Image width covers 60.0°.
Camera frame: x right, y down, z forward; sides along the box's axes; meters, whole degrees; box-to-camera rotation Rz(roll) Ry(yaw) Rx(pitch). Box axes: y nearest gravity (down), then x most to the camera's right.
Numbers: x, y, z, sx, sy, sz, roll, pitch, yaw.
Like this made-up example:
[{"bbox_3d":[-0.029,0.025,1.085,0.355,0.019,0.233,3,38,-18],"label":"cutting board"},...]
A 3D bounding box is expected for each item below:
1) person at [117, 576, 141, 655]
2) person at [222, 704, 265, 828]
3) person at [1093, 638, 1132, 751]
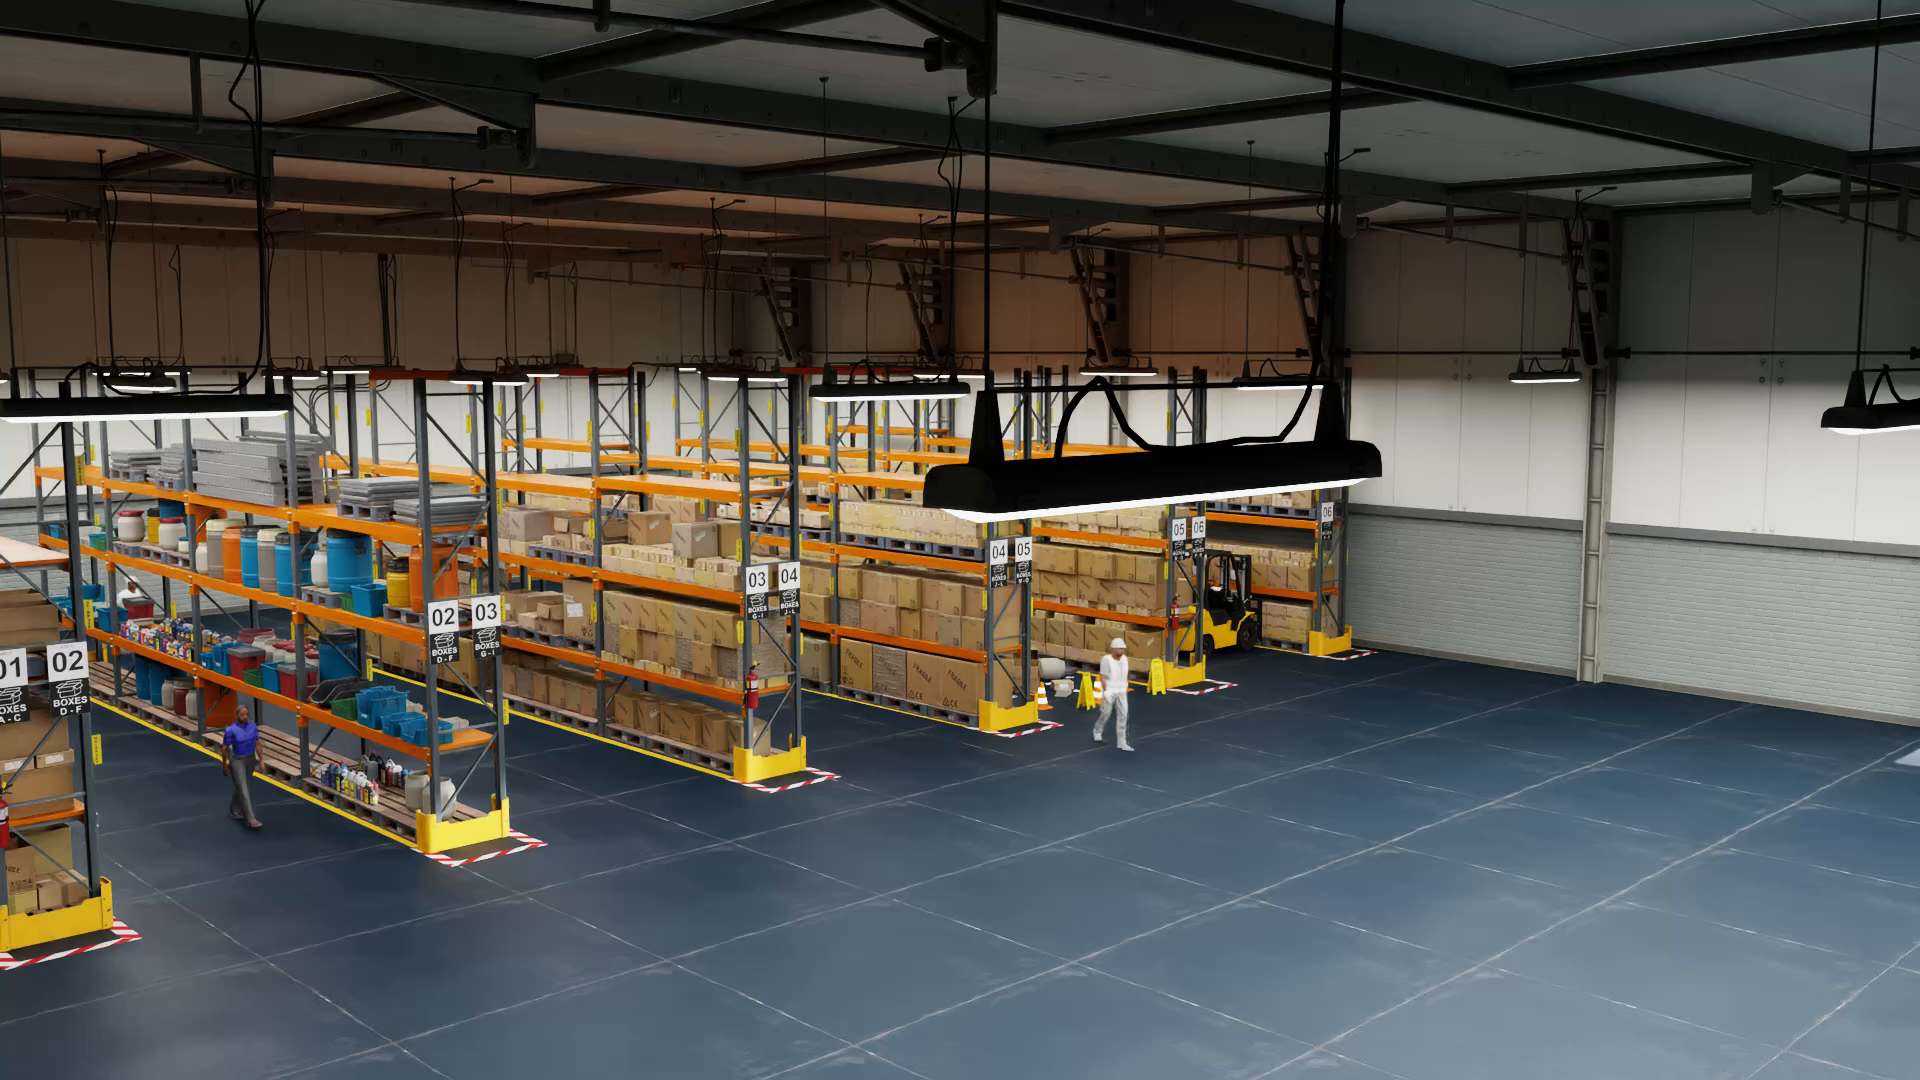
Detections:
[{"bbox_3d":[-17.088,1.587,34.402,1.088,1.708,0.663,3,7,23],"label":"person"},{"bbox_3d":[-9.570,2.999,22.288,0.976,1.605,0.470,4,7,30],"label":"person"},{"bbox_3d":[2.492,2.454,26.709,0.646,1.757,0.886,-5,8,-36],"label":"person"}]
